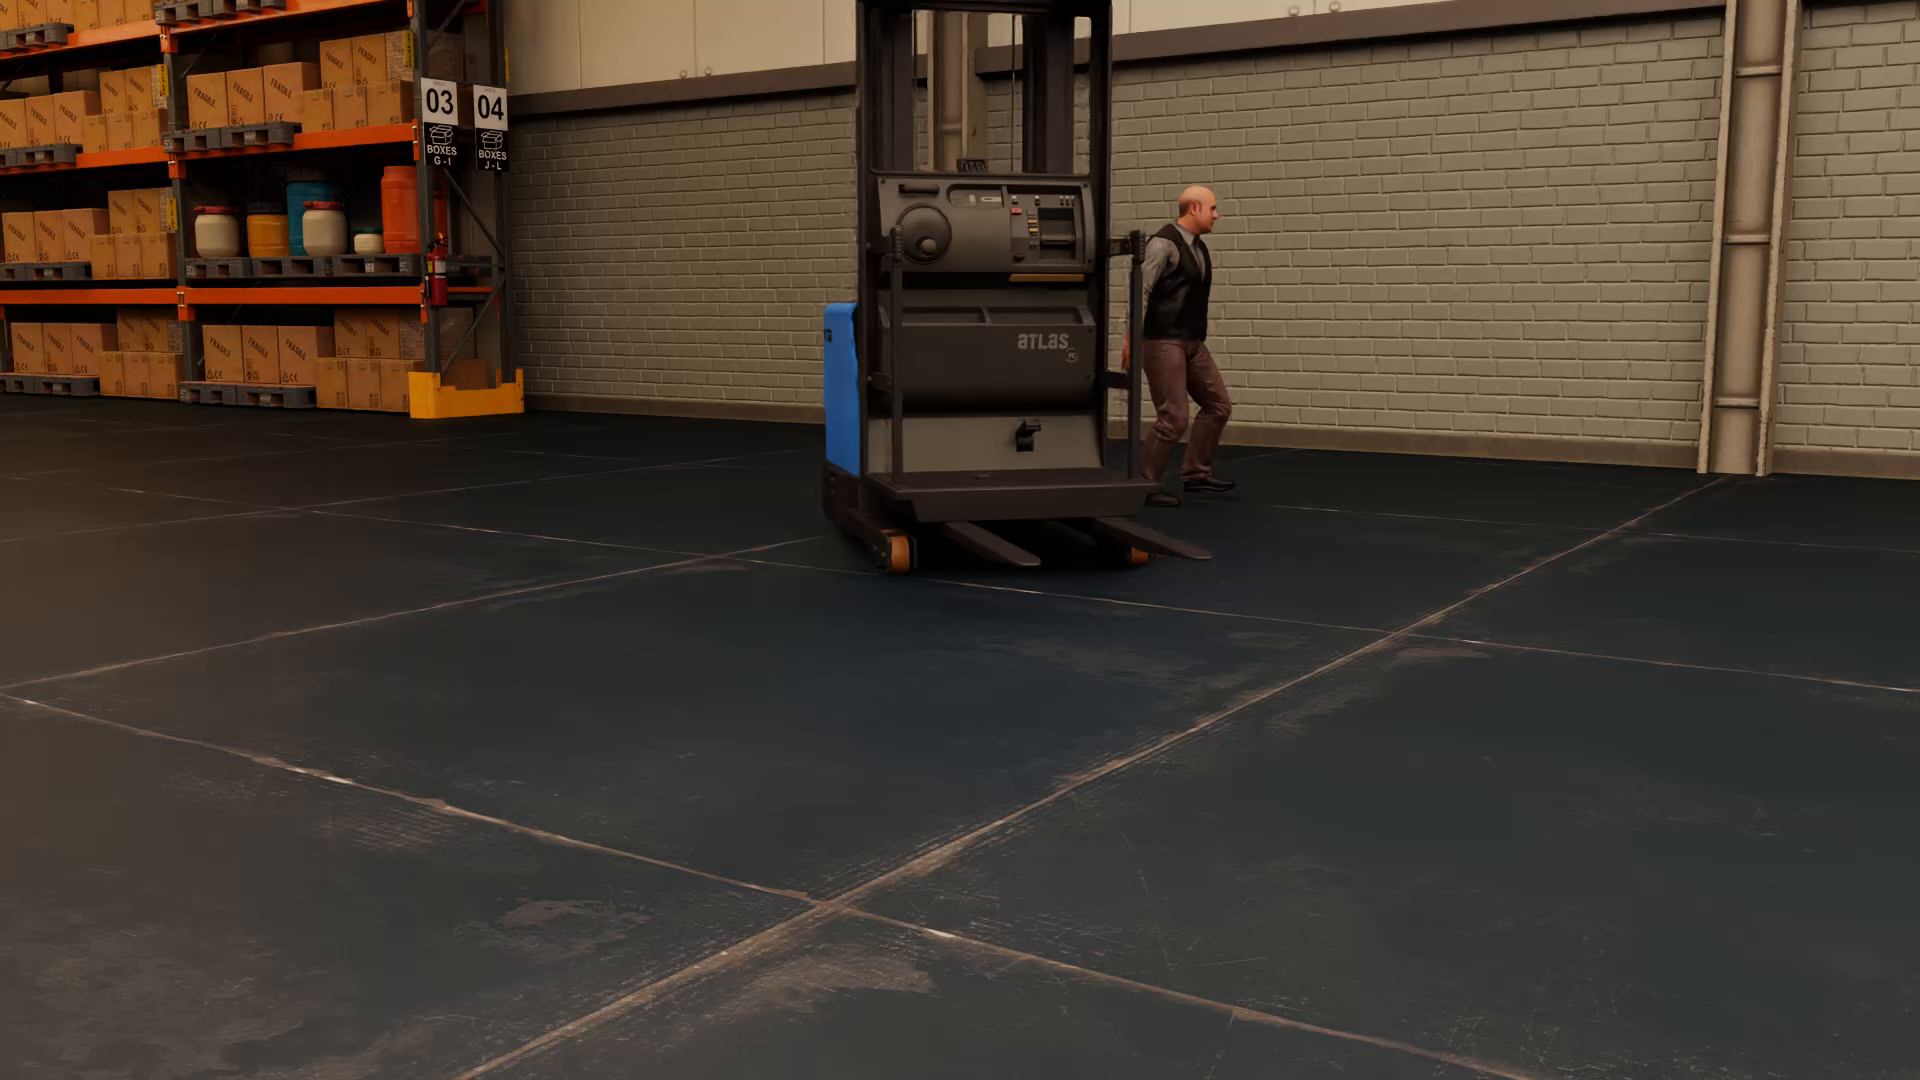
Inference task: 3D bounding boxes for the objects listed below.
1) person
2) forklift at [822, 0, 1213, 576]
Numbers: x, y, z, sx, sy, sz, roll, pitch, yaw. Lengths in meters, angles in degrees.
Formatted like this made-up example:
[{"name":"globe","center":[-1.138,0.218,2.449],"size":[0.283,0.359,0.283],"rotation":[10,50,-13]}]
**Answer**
[{"name":"person","center":[1.167,-1.035,8.917],"size":[0.408,1.690,0.841],"rotation":[5,10,33]},{"name":"forklift","center":[0.167,-1.366,6.802],"size":[1.130,2.935,3.031],"rotation":[-2,8,-14]}]
